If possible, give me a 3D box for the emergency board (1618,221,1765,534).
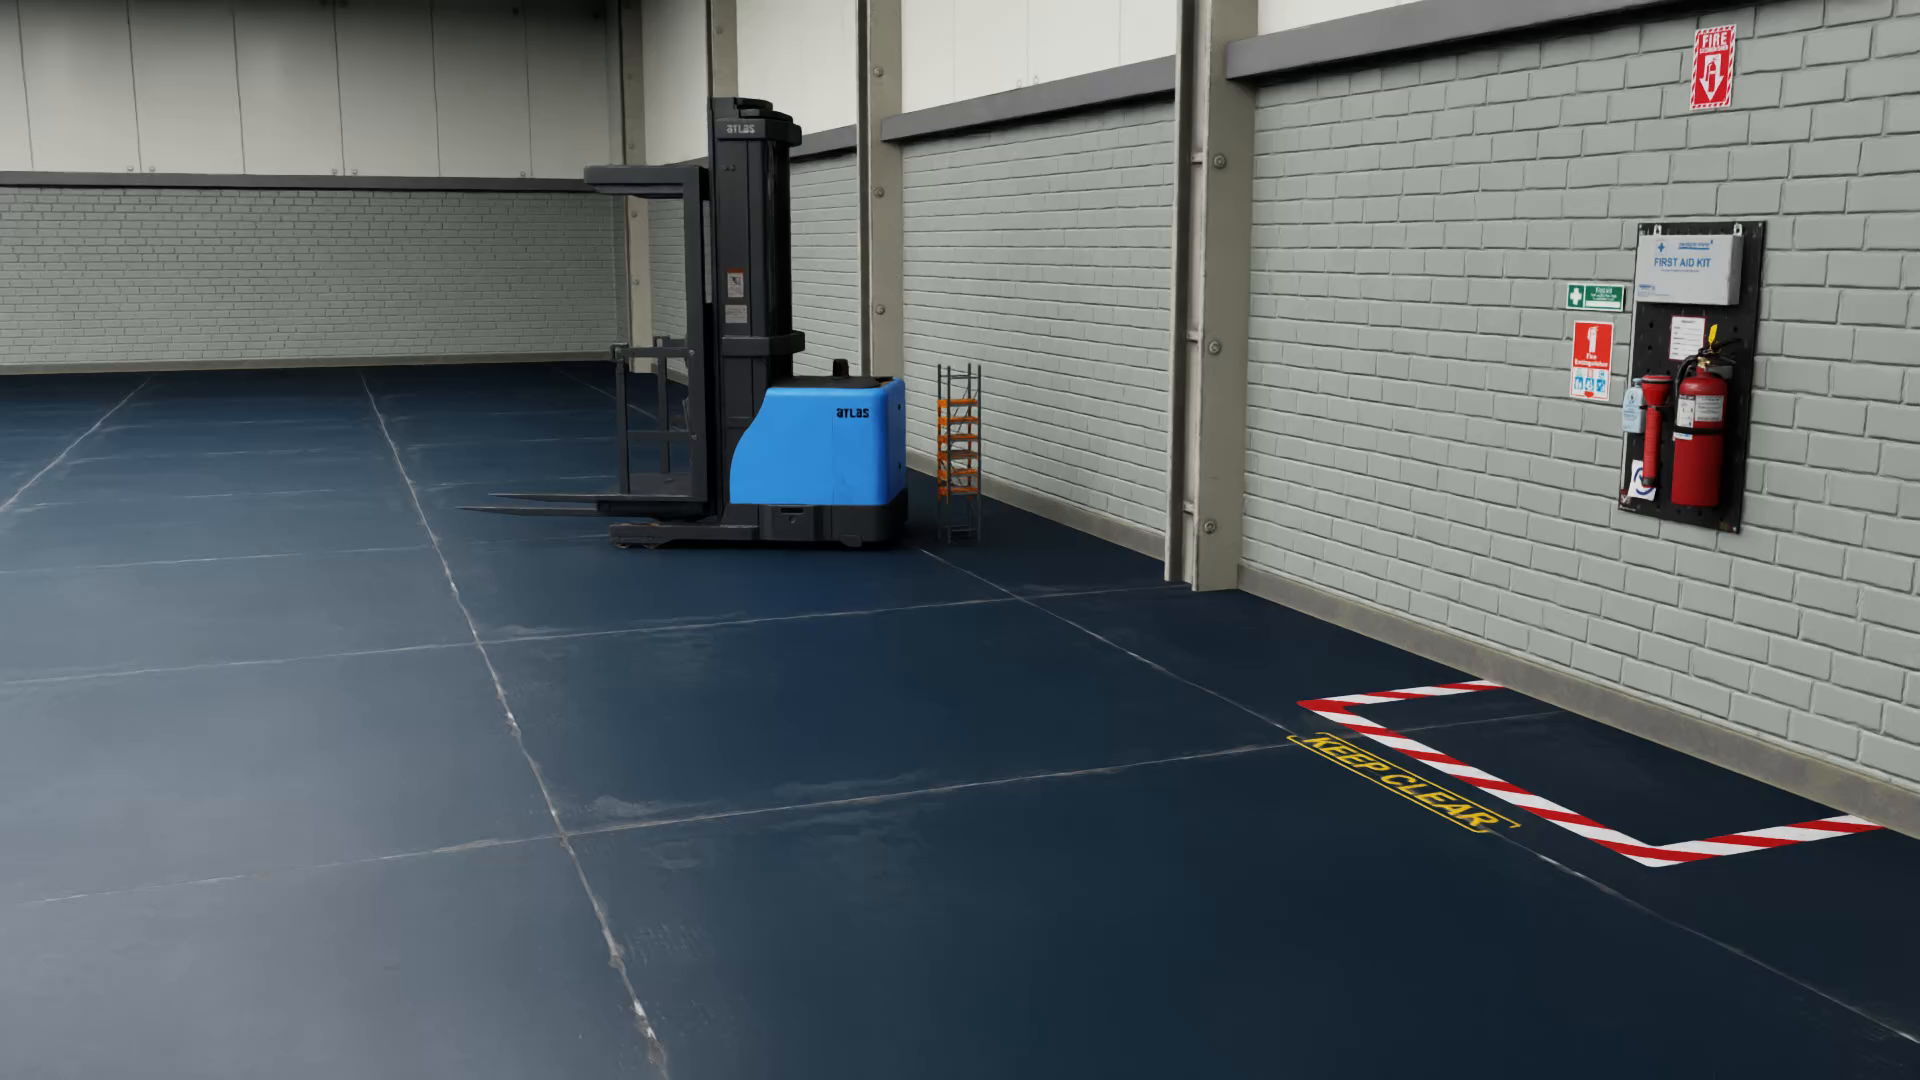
[{"bbox_3d":[2.766,-0.643,6.470,0.194,1.169,0.643,-4,11,-21],"label":"emergency board"}]

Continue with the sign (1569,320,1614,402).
[{"bbox_3d":[2.662,-0.757,7.011,0.001,0.329,0.234,-4,11,-21],"label":"sign"}]

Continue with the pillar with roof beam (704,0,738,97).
[{"bbox_3d":[-6.909,-5.856,18.645,9.100,9.000,0.400,-4,11,-21],"label":"pillar with roof beam"}]

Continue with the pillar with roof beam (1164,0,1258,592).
[{"bbox_3d":[-2.561,-3.897,7.634,9.100,9.000,0.400,-4,11,-21],"label":"pillar with roof beam"}]

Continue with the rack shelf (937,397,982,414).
[{"bbox_3d":[-0.005,-0.904,11.273,0.258,0.103,0.180,-4,11,-21],"label":"rack shelf"}]

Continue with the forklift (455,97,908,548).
[{"bbox_3d":[-1.921,-1.477,11.355,3.031,2.935,1.130,1,10,6],"label":"forklift"}]

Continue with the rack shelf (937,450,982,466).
[{"bbox_3d":[-0.005,-0.549,11.336,0.258,0.103,0.180,-4,11,-21],"label":"rack shelf"}]

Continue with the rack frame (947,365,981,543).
[{"bbox_3d":[0.028,-0.578,11.244,0.240,1.200,0.006,-4,11,-21],"label":"rack frame"}]

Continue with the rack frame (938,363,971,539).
[{"bbox_3d":[-0.038,-0.608,11.412,0.240,1.200,0.006,-4,11,-21],"label":"rack frame"}]

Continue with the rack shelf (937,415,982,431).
[{"bbox_3d":[-0.005,-0.786,11.294,0.258,0.103,0.180,-4,11,-21],"label":"rack shelf"}]

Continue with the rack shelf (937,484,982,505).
[{"bbox_3d":[-0.005,-0.313,11.378,0.258,0.103,0.180,-4,11,-21],"label":"rack shelf"}]

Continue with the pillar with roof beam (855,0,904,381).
[{"bbox_3d":[-4.735,-4.876,13.139,9.100,9.000,0.400,-4,11,-21],"label":"pillar with roof beam"}]

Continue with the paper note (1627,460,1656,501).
[{"bbox_3d":[2.766,-0.243,6.735,0.016,0.148,0.142,-4,11,-21],"label":"paper note"}]

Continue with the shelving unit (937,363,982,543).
[{"bbox_3d":[-0.005,-0.593,11.328,0.258,1.200,0.189,-4,11,-21],"label":"shelving unit"}]

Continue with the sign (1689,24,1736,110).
[{"bbox_3d":[2.856,-1.792,6.310,0.001,0.298,0.199,-4,11,-21],"label":"sign"}]

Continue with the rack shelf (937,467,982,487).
[{"bbox_3d":[-0.005,-0.431,11.357,0.258,0.103,0.180,-4,11,-21],"label":"rack shelf"}]

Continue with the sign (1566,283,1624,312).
[{"bbox_3d":[2.655,-1.017,6.958,0.001,0.109,0.331,-4,11,-21],"label":"sign"}]

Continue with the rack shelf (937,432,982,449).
[{"bbox_3d":[-0.005,-0.667,11.315,0.258,0.103,0.180,-4,11,-21],"label":"rack shelf"}]

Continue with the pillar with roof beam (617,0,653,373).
[{"bbox_3d":[-9.084,-6.835,24.151,9.100,9.000,0.400,-4,11,-21],"label":"pillar with roof beam"}]
